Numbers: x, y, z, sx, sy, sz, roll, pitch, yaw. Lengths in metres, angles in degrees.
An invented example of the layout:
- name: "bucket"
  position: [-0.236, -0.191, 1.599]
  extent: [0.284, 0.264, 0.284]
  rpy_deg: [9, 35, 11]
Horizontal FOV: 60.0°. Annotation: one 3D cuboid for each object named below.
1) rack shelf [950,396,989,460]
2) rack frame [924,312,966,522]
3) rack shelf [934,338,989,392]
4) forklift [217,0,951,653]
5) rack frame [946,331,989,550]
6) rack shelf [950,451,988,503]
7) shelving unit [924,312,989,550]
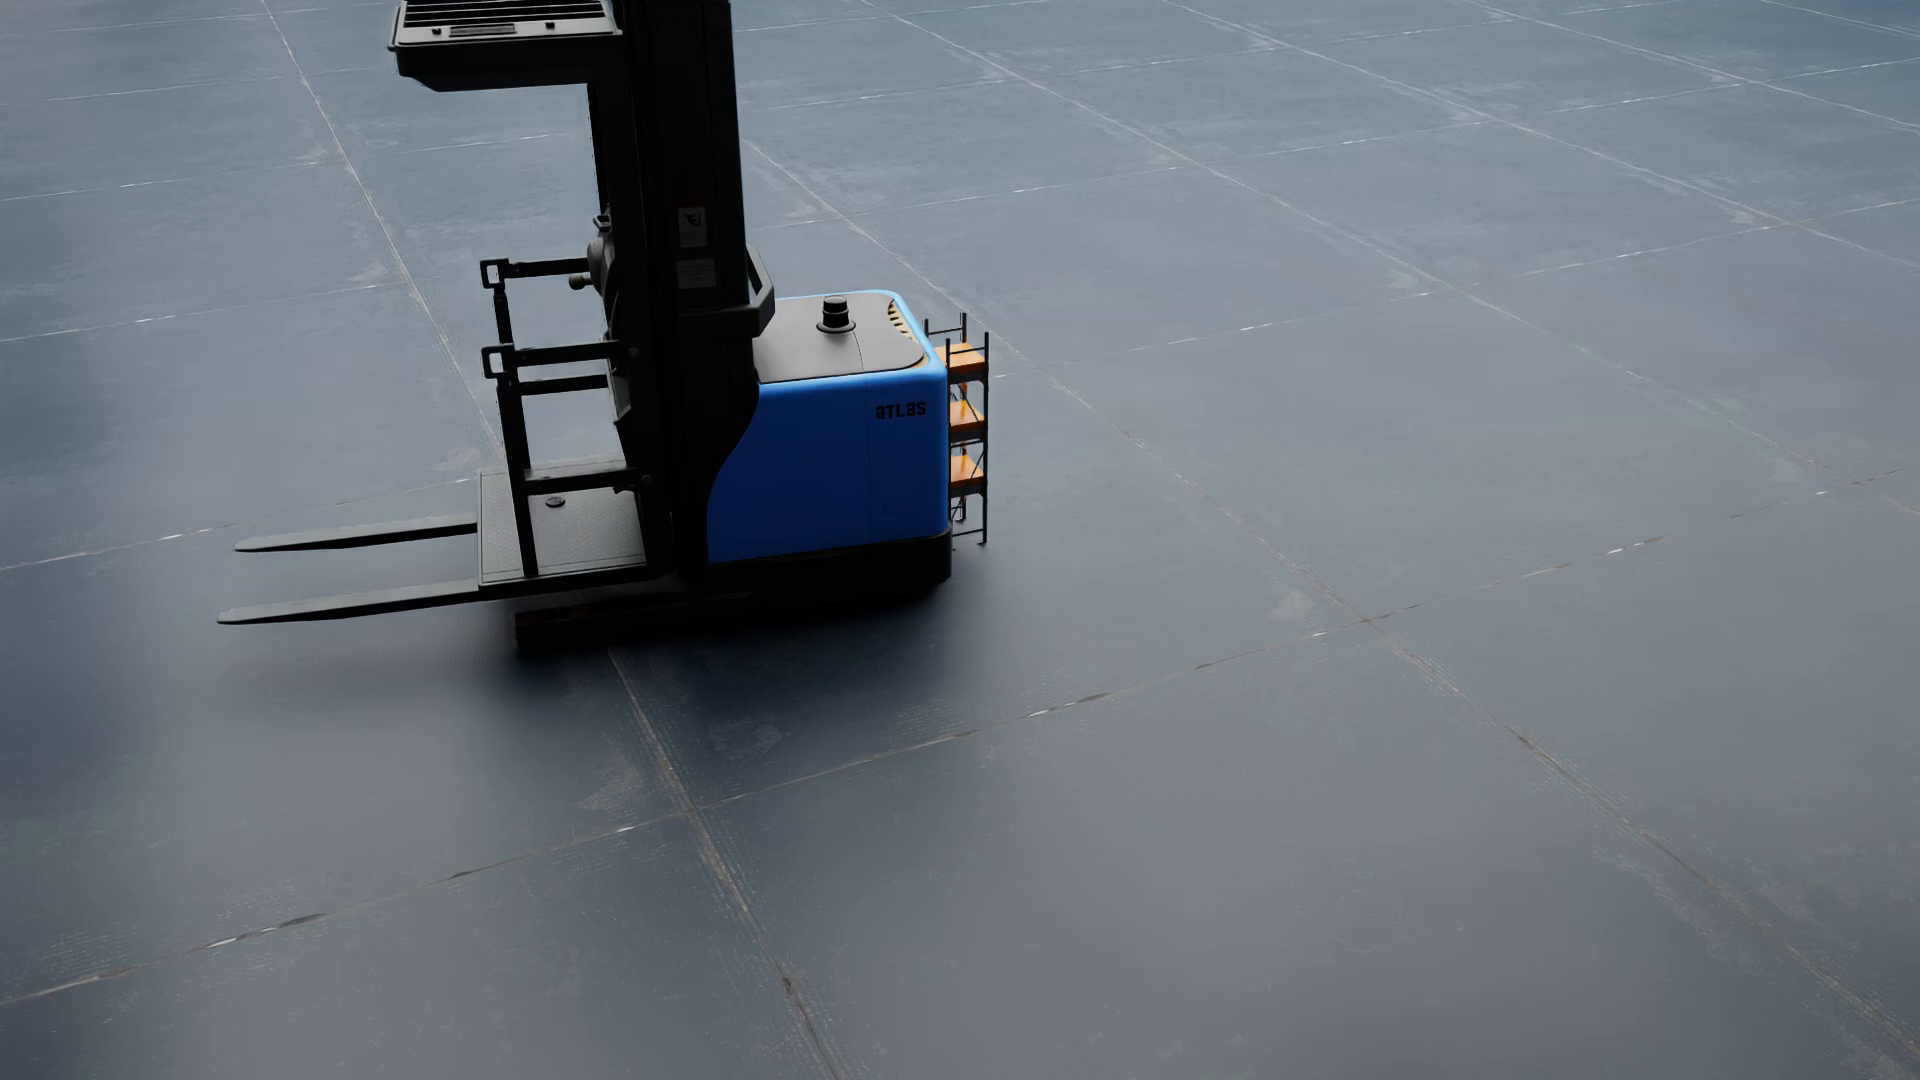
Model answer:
- name: "rack shelf"
  position: [-0.017, -0.473, 7.541]
  extent: [0.215, 0.259, 0.240]
  rpy_deg: [-12, 31, -20]
- name: "rack frame"
  position: [-0.065, -0.537, 7.634]
  extent: [0.200, 1.050, 0.008]
  rpy_deg: [-12, 31, -20]
- name: "rack shelf"
  position: [-0.017, -0.720, 7.402]
  extent: [0.215, 0.259, 0.240]
  rpy_deg: [-12, 31, -20]
- name: "forklift"
  position: [-1.612, -1.094, 6.705]
  extent: [3.031, 2.935, 1.130]
  rpy_deg: [-7, 30, -13]
- name: "rack frame"
  position: [0.031, -0.427, 7.438]
  extent: [0.200, 1.050, 0.008]
  rpy_deg: [-12, 31, -20]
- name: "rack shelf"
  position: [-0.017, -0.230, 7.677]
  extent: [0.215, 0.259, 0.240]
  rpy_deg: [-12, 31, -20]
- name: "shelving unit"
  position: [-0.017, -0.482, 7.536]
  extent: [0.215, 1.050, 0.252]
  rpy_deg: [-12, 31, -20]
